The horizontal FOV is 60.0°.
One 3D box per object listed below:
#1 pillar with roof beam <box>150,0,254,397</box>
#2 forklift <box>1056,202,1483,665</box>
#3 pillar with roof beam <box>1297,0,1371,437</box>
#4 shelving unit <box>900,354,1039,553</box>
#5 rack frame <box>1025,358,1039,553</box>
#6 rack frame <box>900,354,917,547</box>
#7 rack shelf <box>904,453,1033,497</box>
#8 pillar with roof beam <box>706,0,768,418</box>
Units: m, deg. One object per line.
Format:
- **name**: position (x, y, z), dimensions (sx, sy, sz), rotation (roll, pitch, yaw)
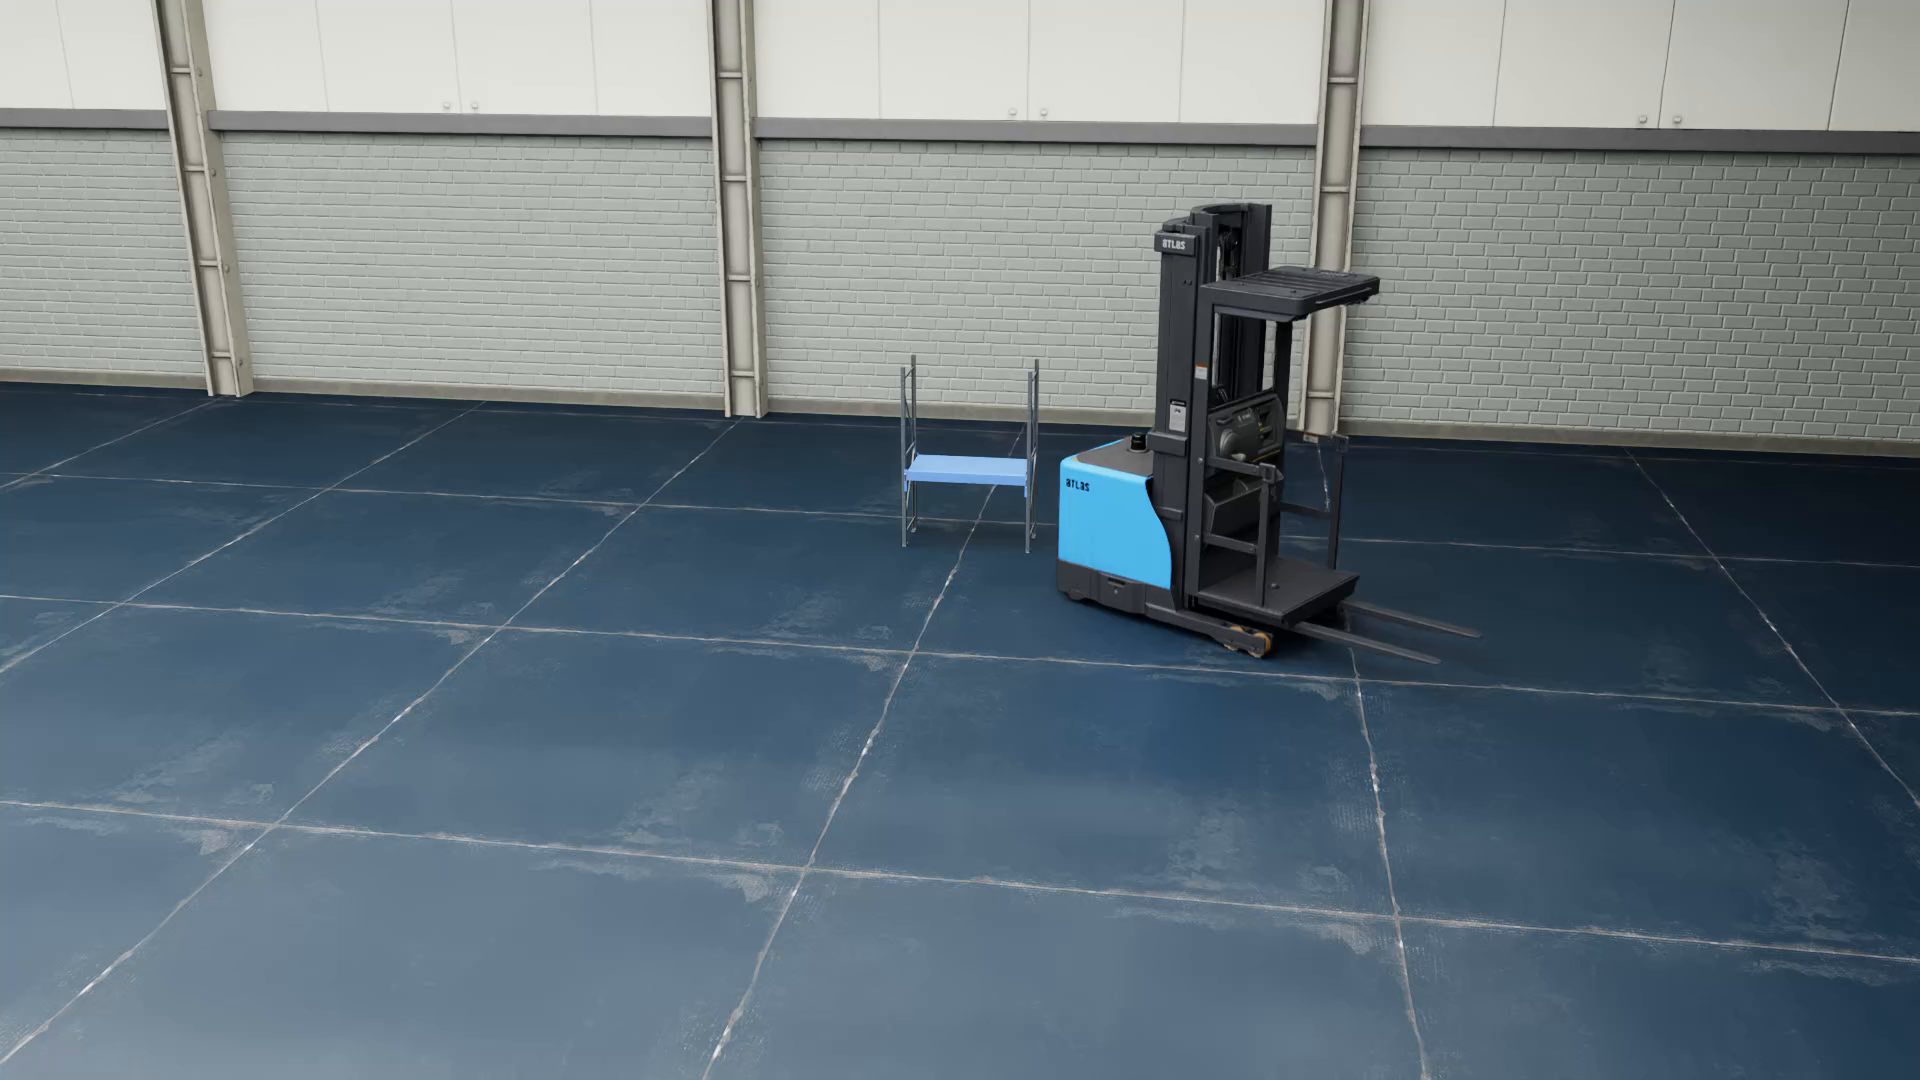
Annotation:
- **pillar with roof beam**: position (-8.893, -4.576, 13.297), dimensions (0.400, 9.000, 9.100), rotation (3, 19, 9)
- **forklift**: position (2.163, -0.774, 11.498), dimensions (3.031, 2.935, 1.130), rotation (15, 24, 39)
- **pillar with roof beam**: position (2.955, -3.972, 11.492), dimensions (0.400, 9.000, 9.100), rotation (3, 19, 9)
- **shelving unit**: position (0.084, -0.707, 13.552), dimensions (1.048, 1.500, 0.538), rotation (3, 19, 9)
- **rack frame**: position (0.586, -0.681, 13.476), dimensions (0.032, 1.500, 0.500), rotation (3, 19, 9)
- **rack frame**: position (-0.418, -0.733, 13.629), dimensions (0.032, 1.500, 0.500), rotation (3, 19, 9)
- **rack shelf**: position (0.084, -0.536, 13.609), dimensions (1.000, 0.185, 0.538), rotation (3, 19, 9)
- **pillar with roof beam**: position (-2.969, -4.274, 12.394), dimensions (0.400, 9.000, 9.100), rotation (3, 19, 9)
